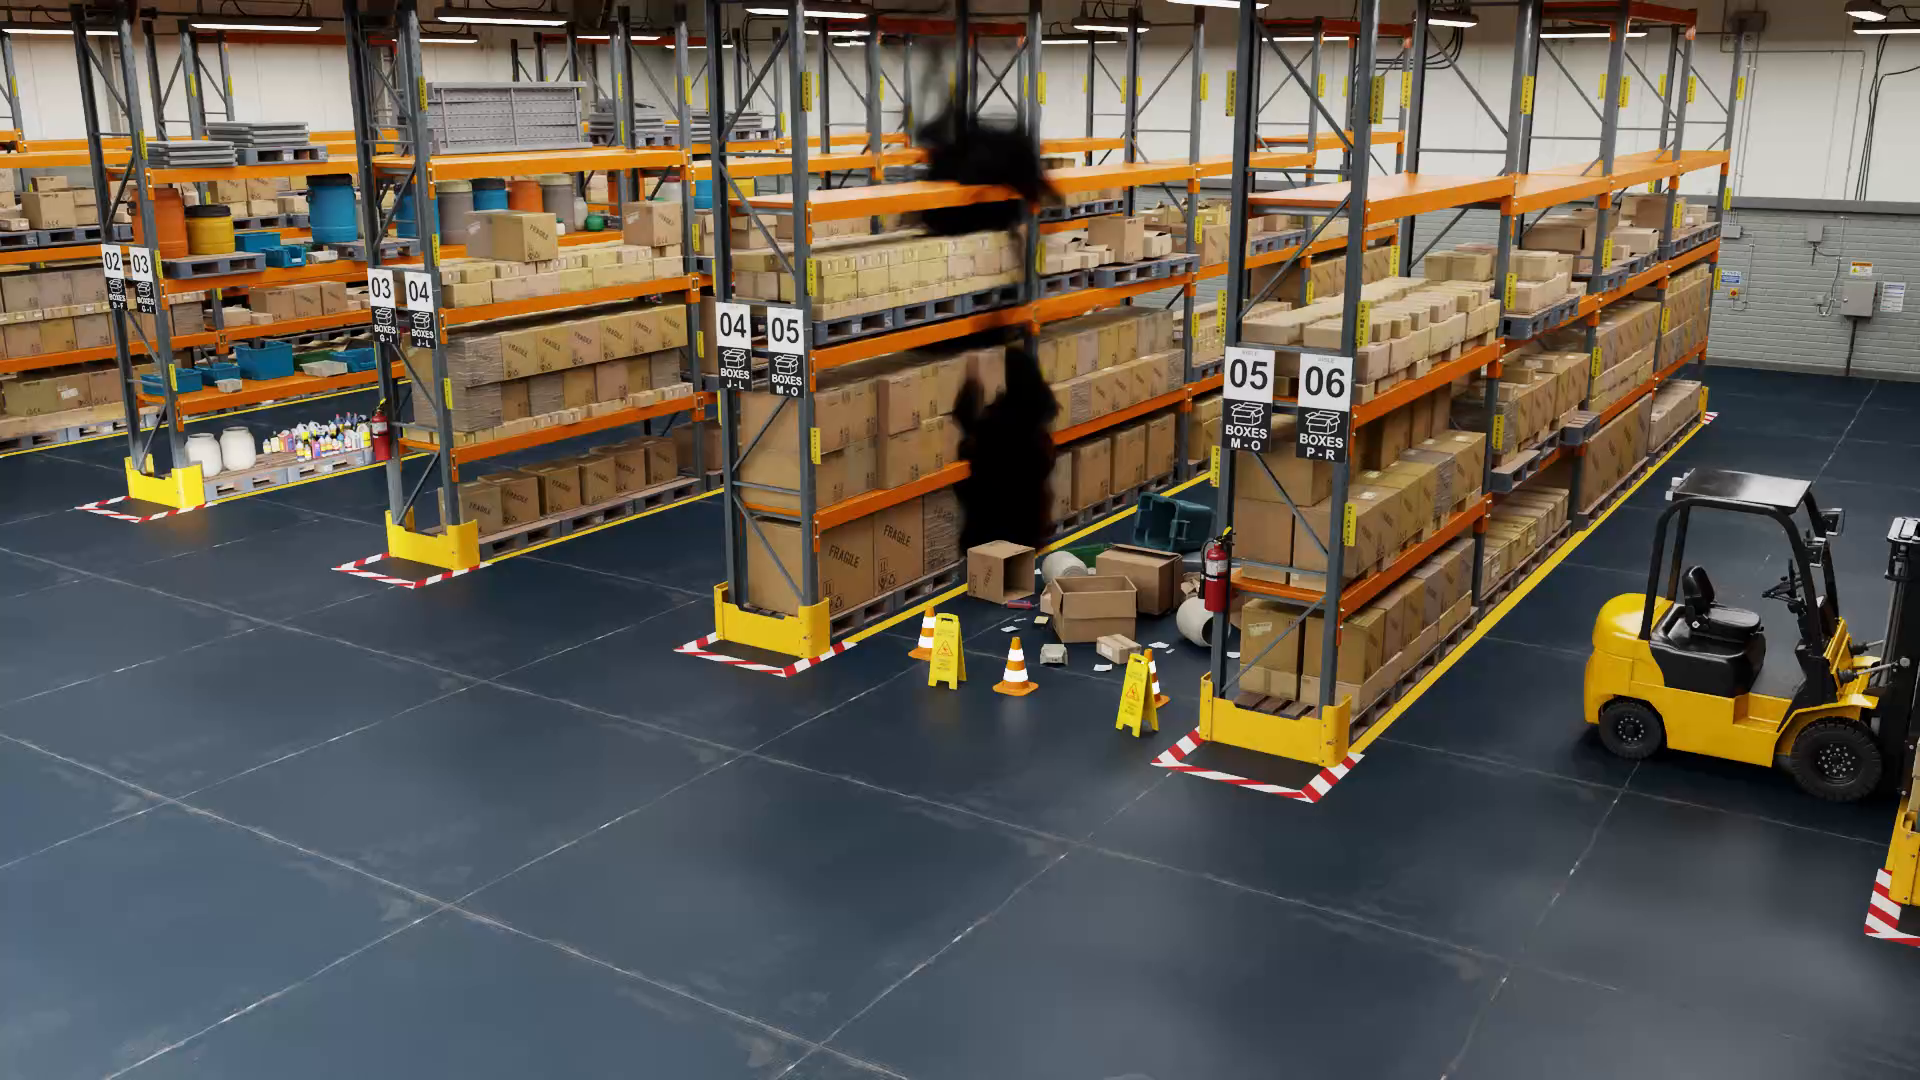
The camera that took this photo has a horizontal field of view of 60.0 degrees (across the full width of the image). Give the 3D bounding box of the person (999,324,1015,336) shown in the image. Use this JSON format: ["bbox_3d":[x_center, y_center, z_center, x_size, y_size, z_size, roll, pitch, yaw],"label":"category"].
[{"bbox_3d":[0.674,-2.405,24.705,0.608,1.714,0.865,8,17,27],"label":"person"}]

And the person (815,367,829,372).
[{"bbox_3d":[-1.616,-1.151,19.027,0.720,1.773,0.841,8,17,25],"label":"person"}]

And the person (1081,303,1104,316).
[{"bbox_3d":[2.218,-3.120,27.085,0.656,1.792,0.981,8,17,26],"label":"person"}]
